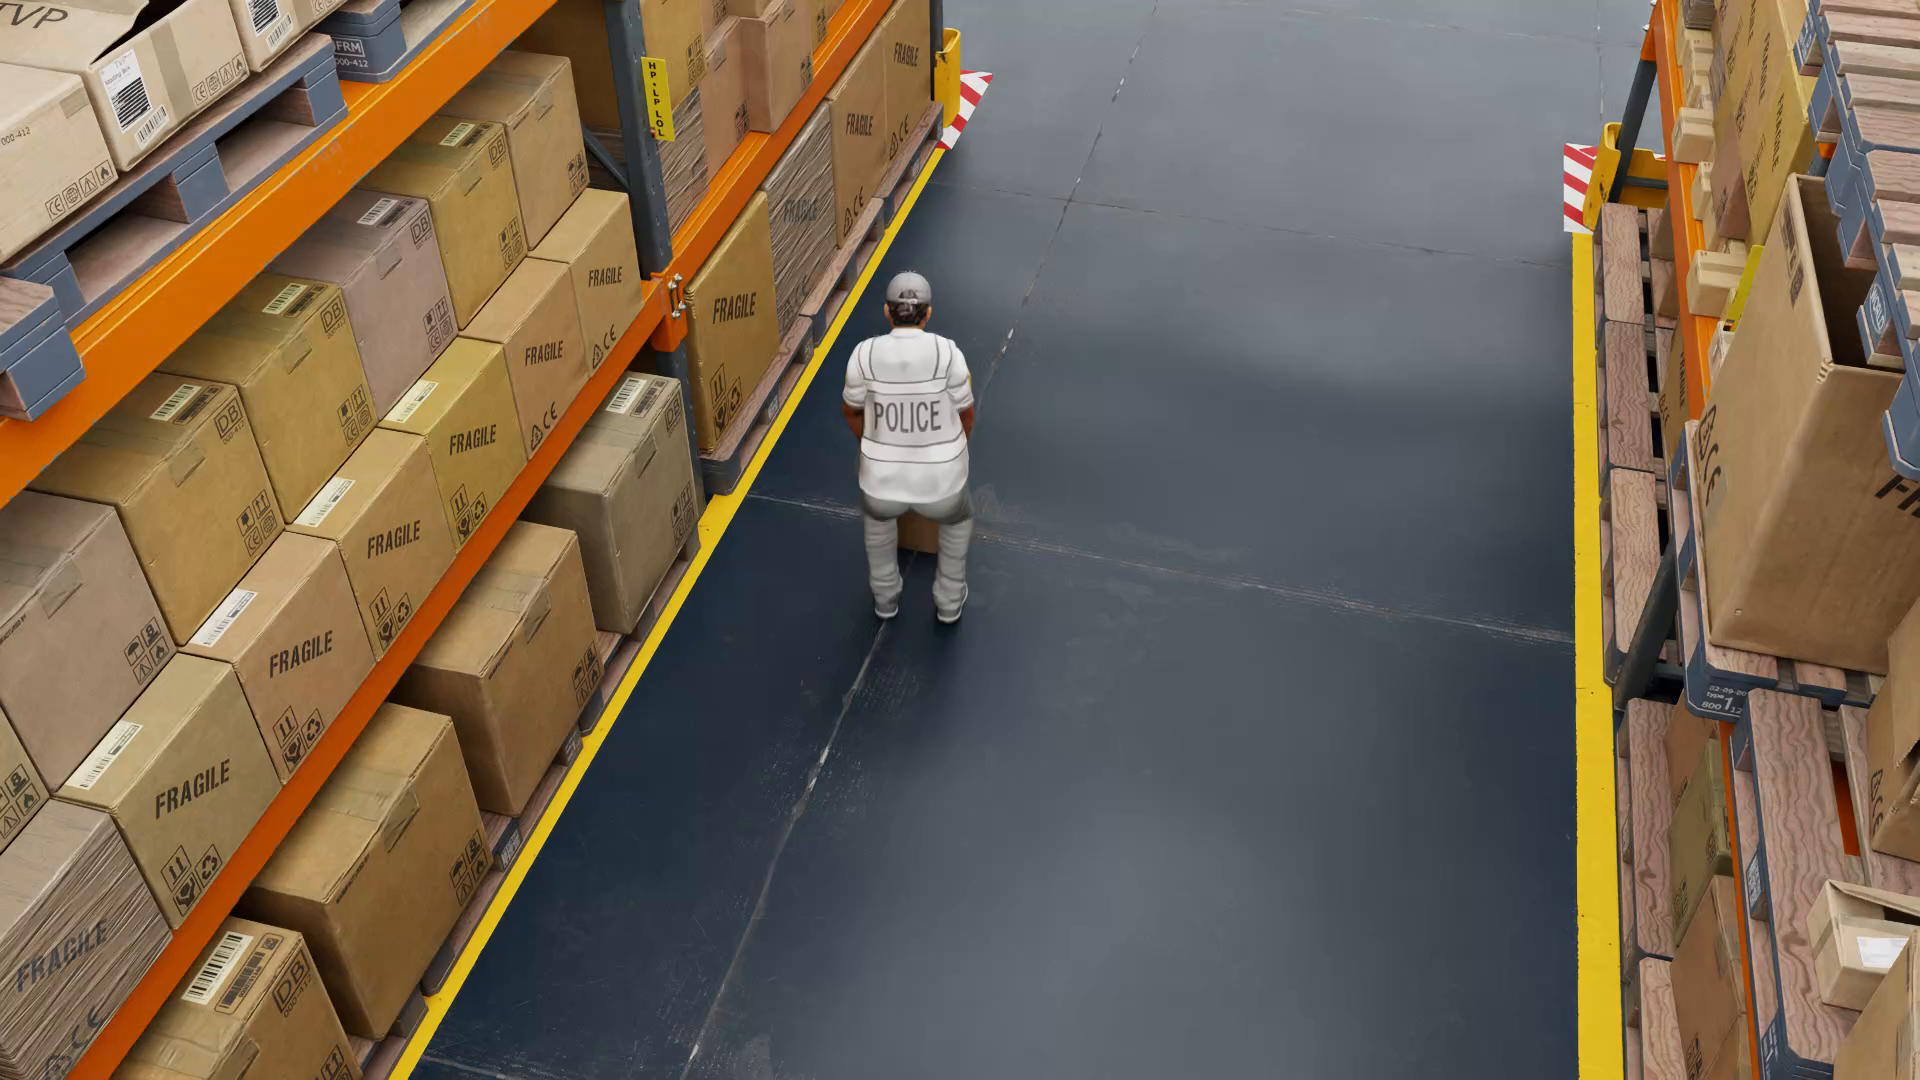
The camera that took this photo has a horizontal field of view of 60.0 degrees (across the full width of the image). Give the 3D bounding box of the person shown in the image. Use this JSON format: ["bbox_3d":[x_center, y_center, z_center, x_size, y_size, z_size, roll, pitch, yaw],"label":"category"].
[{"bbox_3d":[-0.206,-0.311,6.630,0.522,1.523,0.611,4,41,4],"label":"person"}]
